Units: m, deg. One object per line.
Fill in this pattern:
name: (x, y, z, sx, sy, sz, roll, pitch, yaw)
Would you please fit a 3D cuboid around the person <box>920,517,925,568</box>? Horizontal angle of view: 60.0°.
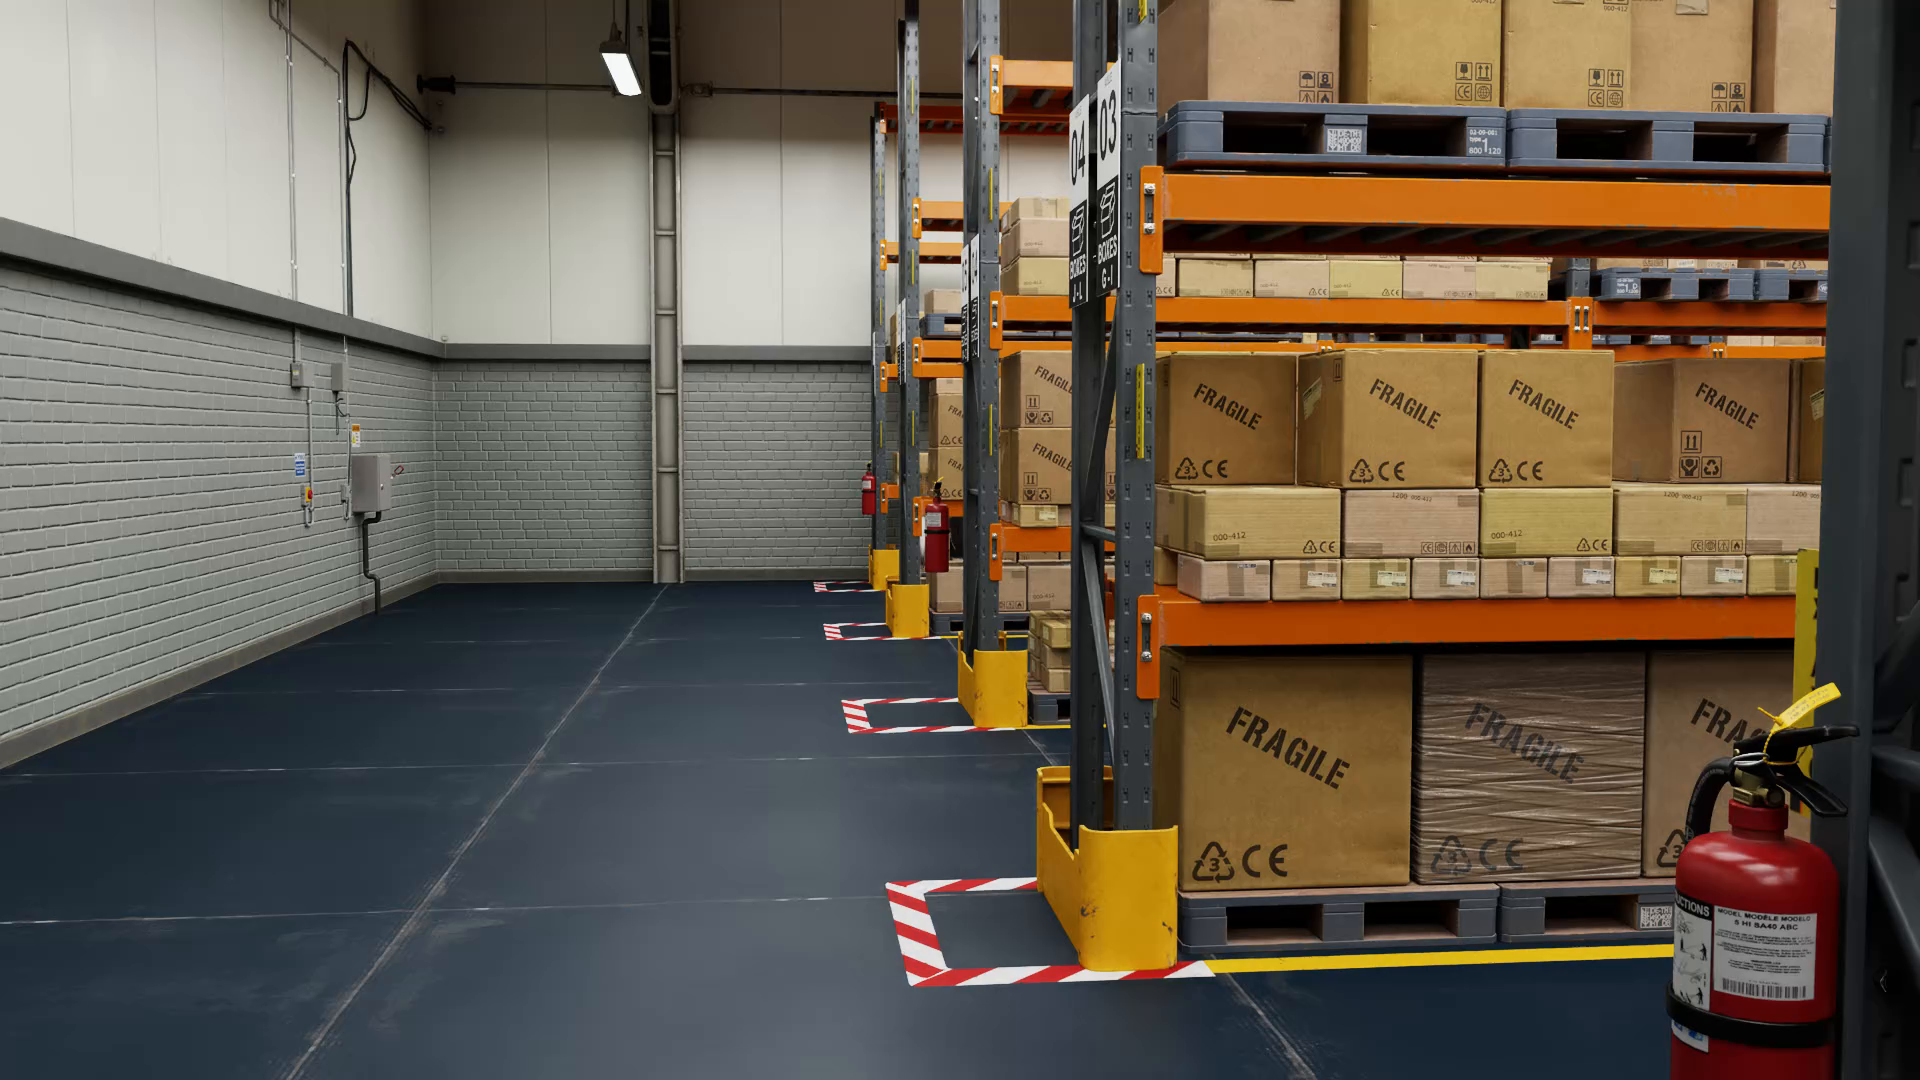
person: (-0.431, 0.186, 19.093, 0.505, 1.075, 0.827, 0, 4, -7)
